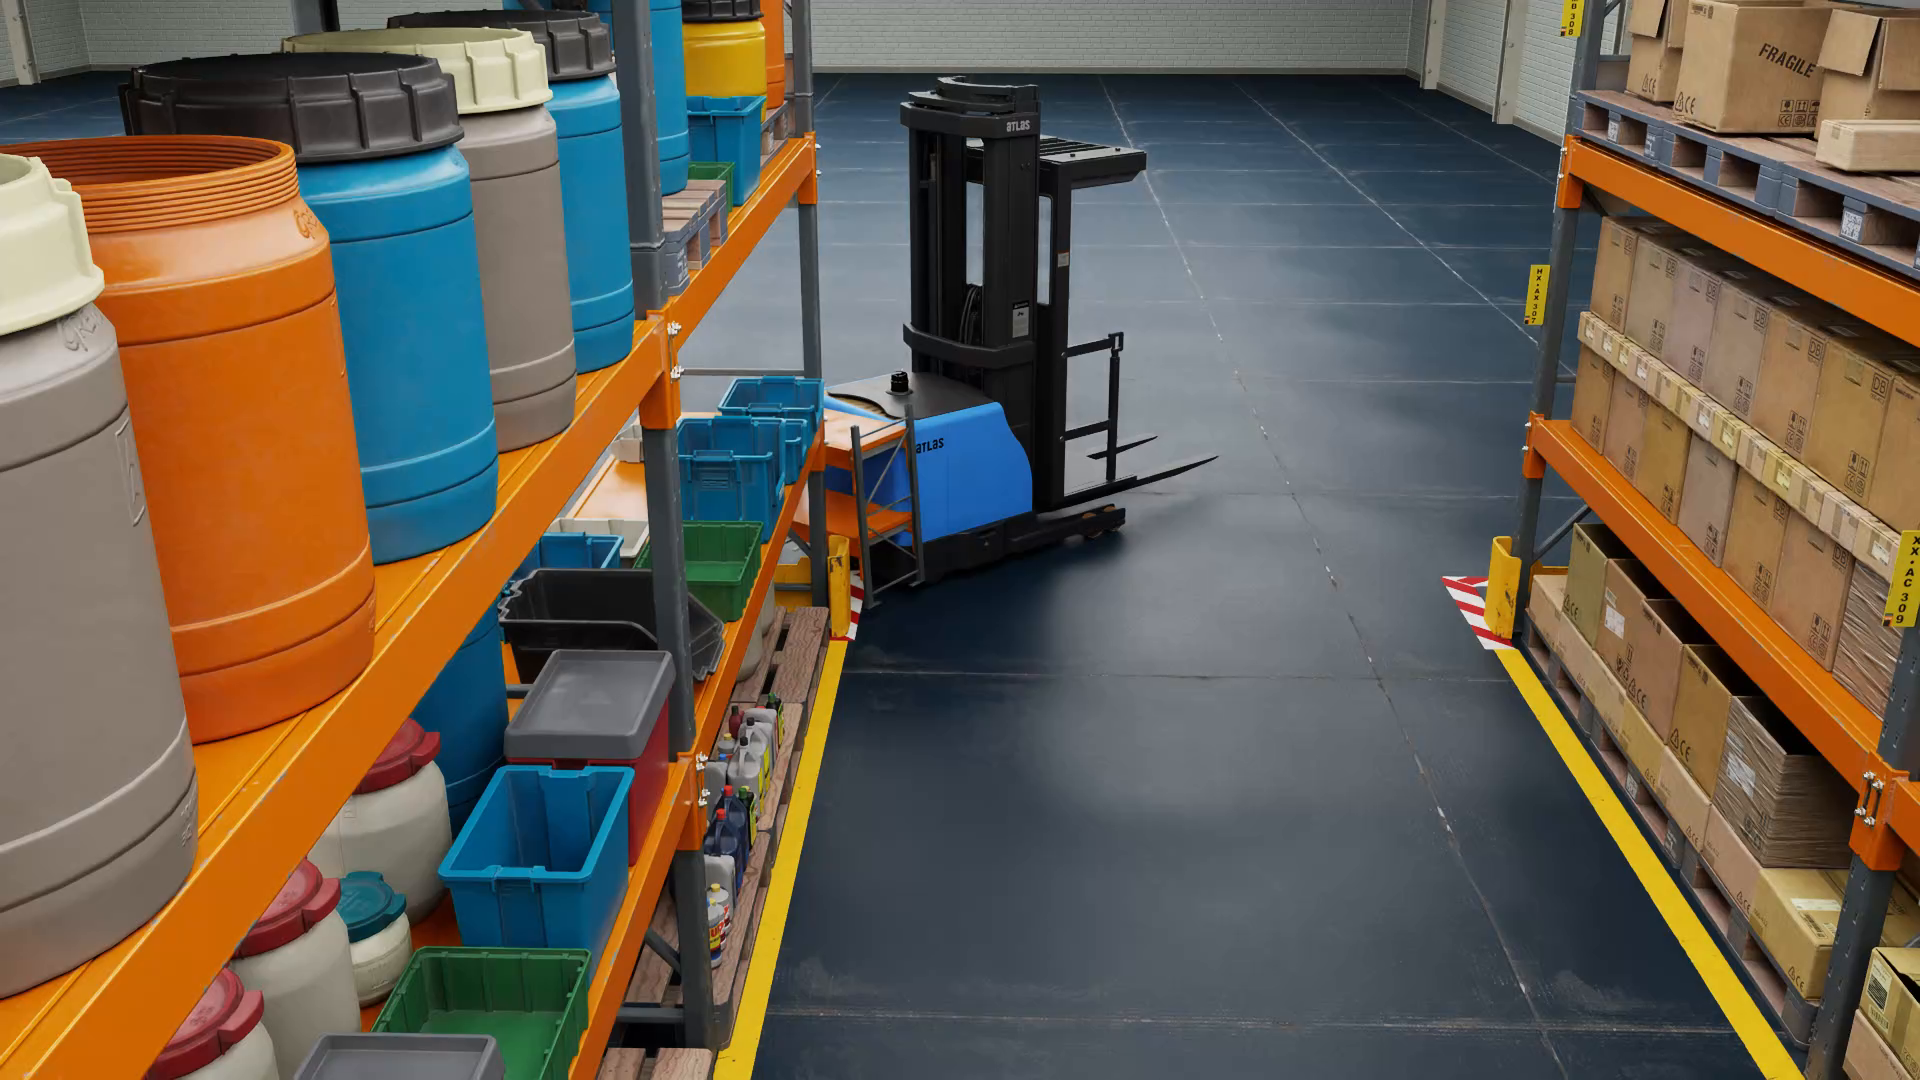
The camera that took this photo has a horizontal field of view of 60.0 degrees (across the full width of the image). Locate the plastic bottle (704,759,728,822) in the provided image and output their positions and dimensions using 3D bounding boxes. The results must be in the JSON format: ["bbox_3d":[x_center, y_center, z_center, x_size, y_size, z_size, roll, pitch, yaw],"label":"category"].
[{"bbox_3d":[-1.089,1.077,7.263,0.152,0.276,0.135,1,21,2],"label":"plastic bottle"}]

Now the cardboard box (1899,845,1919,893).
[{"bbox_3d":[3.880,1.142,6.122,0.500,0.500,0.500,1,21,2],"label":"cardboard box"}]

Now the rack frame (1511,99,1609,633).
[{"bbox_3d":[3.674,-0.876,9.141,1.000,3.000,0.127,1,21,2],"label":"rack frame"}]

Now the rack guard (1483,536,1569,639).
[{"bbox_3d":[3.675,0.280,9.615,1.175,0.500,0.348,1,21,2],"label":"rack guard"}]

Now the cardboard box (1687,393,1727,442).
[{"bbox_3d":[3.400,-0.530,7.213,0.380,0.149,0.250,1,21,2],"label":"cardboard box"}]

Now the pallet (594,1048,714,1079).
[{"bbox_3d":[-1.383,2.099,5.329,1.003,0.211,1.213,1,21,2],"label":"pallet"}]

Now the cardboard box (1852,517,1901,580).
[{"bbox_3d":[3.356,0.031,5.768,0.380,0.149,0.250,0,21,0],"label":"cardboard box"}]

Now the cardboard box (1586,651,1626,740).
[{"bbox_3d":[3.409,0.763,8.137,0.500,0.250,0.500,1,21,2],"label":"cardboard box"}]

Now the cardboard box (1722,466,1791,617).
[{"bbox_3d":[3.589,-0.009,6.768,0.700,0.500,0.500,1,21,2],"label":"cardboard box"}]

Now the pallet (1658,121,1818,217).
[{"bbox_3d":[3.593,-1.536,6.816,1.003,0.211,1.213,1,21,2],"label":"pallet"}]

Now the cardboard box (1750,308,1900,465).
[{"bbox_3d":[3.590,-0.606,6.512,0.700,0.500,0.500,1,21,2],"label":"cardboard box"}]

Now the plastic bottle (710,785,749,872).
[{"bbox_3d":[-0.953,1.188,6.873,0.144,0.351,0.185,0,21,-1],"label":"plastic bottle"}]

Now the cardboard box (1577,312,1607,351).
[{"bbox_3d":[3.447,-1.086,8.646,0.380,0.149,0.250,0,21,1],"label":"cardboard box"}]

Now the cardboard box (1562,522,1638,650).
[{"bbox_3d":[3.422,0.233,8.467,0.500,0.500,0.500,1,21,2],"label":"cardboard box"}]

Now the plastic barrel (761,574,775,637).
[{"bbox_3d":[-1.220,0.271,9.043,0.421,0.512,0.421,0,21,0],"label":"plastic barrel"}]

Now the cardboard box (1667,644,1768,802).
[{"bbox_3d":[3.387,0.775,7.069,0.500,0.500,0.500,1,21,2],"label":"cardboard box"}]

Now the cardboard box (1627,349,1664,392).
[{"bbox_3d":[3.423,-0.809,7.932,0.380,0.149,0.250,0,21,1],"label":"cardboard box"}]

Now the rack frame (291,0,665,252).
[{"bbox_3d":[-1.398,-2.283,4.472,1.000,3.000,0.127,1,21,2],"label":"rack frame"}]

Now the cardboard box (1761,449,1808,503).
[{"bbox_3d":[3.380,-0.248,6.485,0.380,0.149,0.250,1,21,1],"label":"cardboard box"}]

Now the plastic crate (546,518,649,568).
[{"bbox_3d":[-1.602,0.047,7.125,0.530,0.136,0.437,1,21,2],"label":"plastic crate"}]

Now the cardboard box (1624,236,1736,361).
[{"bbox_3d":[3.635,-1.150,7.914,0.700,0.500,0.500,0,21,0],"label":"cardboard box"}]

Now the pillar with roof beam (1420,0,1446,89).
[{"bbox_3d":[6.079,-14.252,35.319,9.100,9.000,0.400,1,21,2],"label":"pillar with roof beam"}]

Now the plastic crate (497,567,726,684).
[{"bbox_3d":[-1.255,0.355,6.053,0.767,0.338,0.504,1,21,2],"label":"plastic crate"}]

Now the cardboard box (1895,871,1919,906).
[{"bbox_3d":[3.870,1.492,6.258,0.500,0.250,0.500,1,21,2],"label":"cardboard box"}]

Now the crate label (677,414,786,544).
[{"bbox_3d":[-1.062,-0.280,7.555,0.502,0.435,0.616,1,21,2],"label":"crate label"}]

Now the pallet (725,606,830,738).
[{"bbox_3d":[-1.262,0.690,8.960,1.003,0.211,1.213,1,21,2],"label":"pallet"}]

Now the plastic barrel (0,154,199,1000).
[{"bbox_3d":[-1.278,0.034,1.956,0.600,0.901,0.600,0,21,0],"label":"plastic barrel"}]

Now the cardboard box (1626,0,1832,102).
[{"bbox_3d":[3.653,-2.376,7.943,0.797,0.503,0.637,2,21,5],"label":"cardboard box"}]

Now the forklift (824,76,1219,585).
[{"bbox_3d":[0.486,-1.511,10.872,3.031,2.935,1.130,-17,27,-36],"label":"forklift"}]

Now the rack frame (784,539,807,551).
[{"bbox_3d":[-1.191,-0.406,10.359,0.032,1.125,0.500,15,29,38],"label":"rack frame"}]

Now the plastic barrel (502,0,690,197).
[{"bbox_3d":[-1.261,-1.672,5.772,0.600,0.901,0.708,1,21,2],"label":"plastic barrel"}]

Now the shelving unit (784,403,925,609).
[{"bbox_3d":[-0.803,-0.301,10.047,1.048,1.125,0.538,15,29,38],"label":"shelving unit"}]

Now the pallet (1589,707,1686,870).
[{"bbox_3d":[3.653,1.141,7.797,1.003,0.211,1.213,1,21,2],"label":"pallet"}]

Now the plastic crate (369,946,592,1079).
[{"bbox_3d":[-1.169,1.246,3.965,0.450,0.188,0.662,1,21,2],"label":"plastic crate"}]

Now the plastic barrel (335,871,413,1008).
[{"bbox_3d":[-1.592,1.056,4.353,0.301,0.262,0.301,0,21,0],"label":"plastic barrel"}]

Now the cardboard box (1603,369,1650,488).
[{"bbox_3d":[3.636,-0.564,8.198,0.700,0.500,0.500,1,21,3],"label":"cardboard box"}]

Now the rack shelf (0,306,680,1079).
[{"bbox_3d":[-1.459,0.174,3.281,1.077,0.370,4.000,1,21,2],"label":"rack shelf"}]

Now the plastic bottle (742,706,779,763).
[{"bbox_3d":[-0.929,0.892,7.740,0.152,0.276,0.135,1,21,2],"label":"plastic bottle"}]

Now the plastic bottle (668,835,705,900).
[{"bbox_3d":[-1.103,1.255,6.701,0.144,0.351,0.185,1,21,2],"label":"plastic bottle"}]

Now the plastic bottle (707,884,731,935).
[{"bbox_3d":[-0.944,1.430,6.458,0.097,0.201,0.097,0,21,0],"label":"plastic bottle"}]

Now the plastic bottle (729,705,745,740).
[{"bbox_3d":[-1.036,0.888,7.741,0.061,0.283,0.133,1,21,2],"label":"plastic bottle"}]

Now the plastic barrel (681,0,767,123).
[{"bbox_3d":[-1.184,-2.200,7.566,0.600,0.588,0.600,0,21,0],"label":"plastic barrel"}]

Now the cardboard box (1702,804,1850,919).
[{"bbox_3d":[3.373,1.305,6.739,0.500,0.250,0.500,1,21,2],"label":"cardboard box"}]

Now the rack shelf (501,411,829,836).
[{"bbox_3d":[-1.337,0.126,7.551,1.077,0.370,4.000,1,21,2],"label":"rack shelf"}]

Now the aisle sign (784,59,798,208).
[{"bbox_3d":[-0.977,-2.167,8.873,0.394,0.787,0.004,1,21,2],"label":"aisle sign"}]

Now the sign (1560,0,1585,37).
[{"bbox_3d":[3.120,-2.727,8.447,0.100,0.325,0.005,1,21,2],"label":"sign"}]

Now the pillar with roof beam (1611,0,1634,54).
[{"bbox_3d":[5.714,-9.913,24.137,9.100,9.000,0.400,1,21,2],"label":"pillar with roof beam"}]

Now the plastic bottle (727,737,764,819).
[{"bbox_3d":[-0.940,1.035,7.269,0.144,0.351,0.185,0,21,1],"label":"plastic bottle"}]

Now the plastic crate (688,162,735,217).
[{"bbox_3d":[-1.078,-1.353,6.515,0.336,0.188,0.450,1,21,2],"label":"plastic crate"}]

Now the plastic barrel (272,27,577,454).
[{"bbox_3d":[-1.217,-0.695,3.834,0.600,0.901,0.600,0,21,0],"label":"plastic barrel"}]
